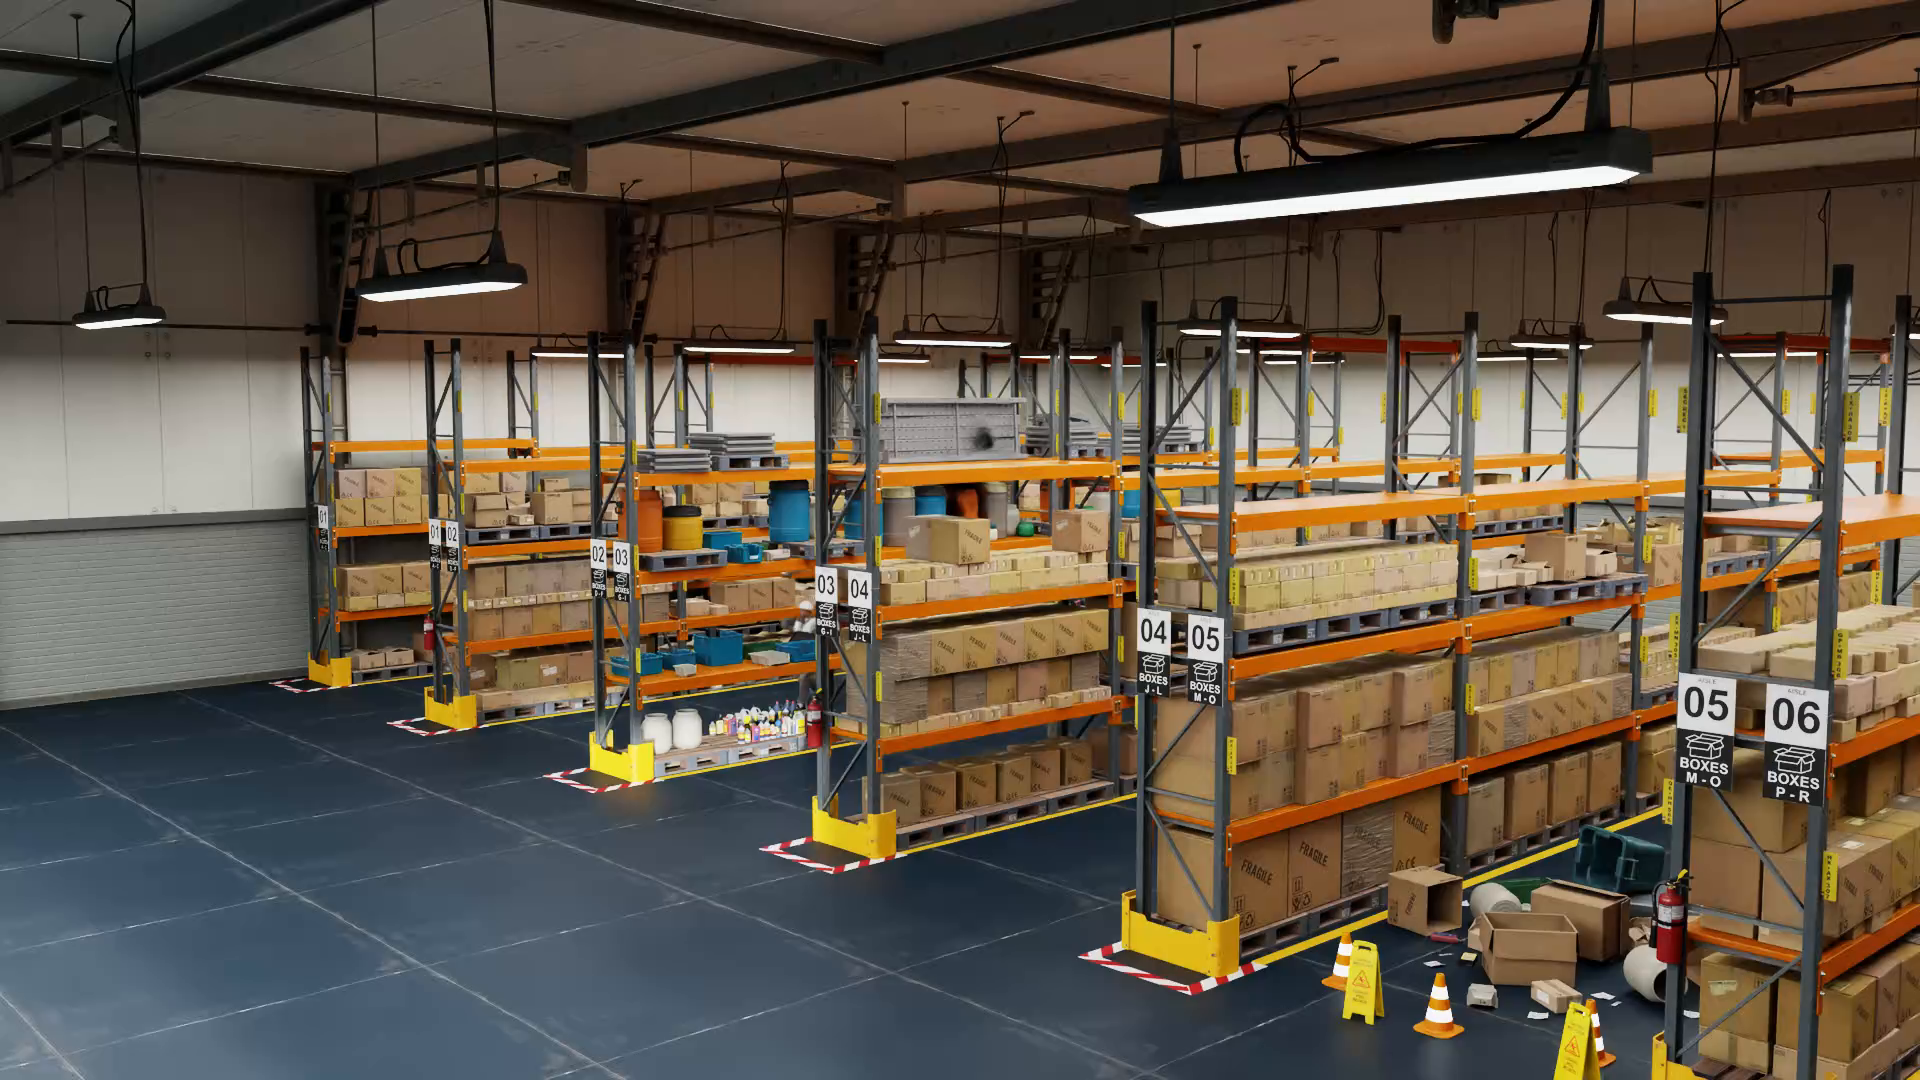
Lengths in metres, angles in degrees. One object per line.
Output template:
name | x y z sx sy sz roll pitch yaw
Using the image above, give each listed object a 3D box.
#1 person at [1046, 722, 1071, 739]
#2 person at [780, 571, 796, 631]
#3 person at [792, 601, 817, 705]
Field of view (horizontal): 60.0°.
person | 1.391 2.208 24.171 0.552 1.710 0.774 4 6 38
person | -3.444 1.398 33.529 0.588 1.654 0.546 5 7 44
person | -2.484 1.887 27.181 0.676 1.802 0.854 4 7 41
